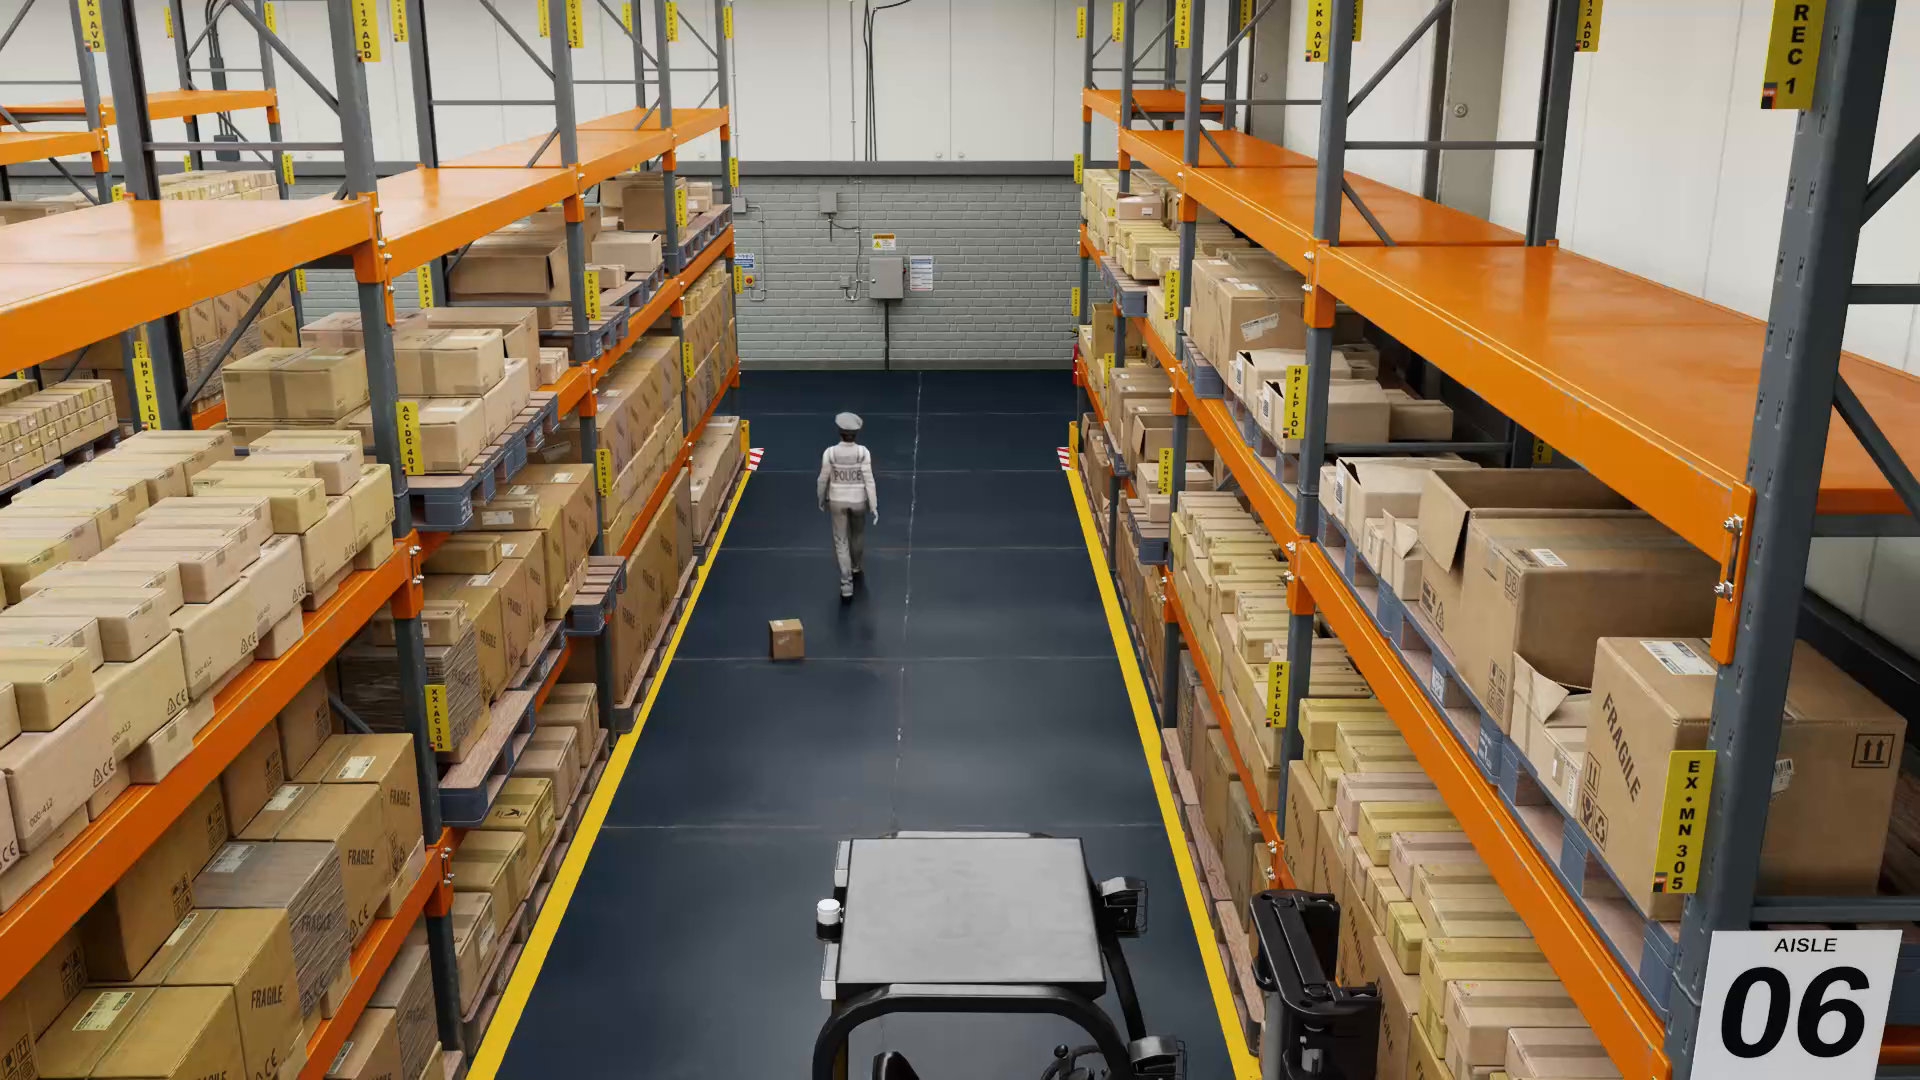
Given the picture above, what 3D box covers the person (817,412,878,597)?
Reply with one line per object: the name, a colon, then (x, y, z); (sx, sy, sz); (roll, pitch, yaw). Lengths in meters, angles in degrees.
person: (-1.047, -0.382, 15.183); (0.515, 1.625, 1.012); (-4, 18, -13)
